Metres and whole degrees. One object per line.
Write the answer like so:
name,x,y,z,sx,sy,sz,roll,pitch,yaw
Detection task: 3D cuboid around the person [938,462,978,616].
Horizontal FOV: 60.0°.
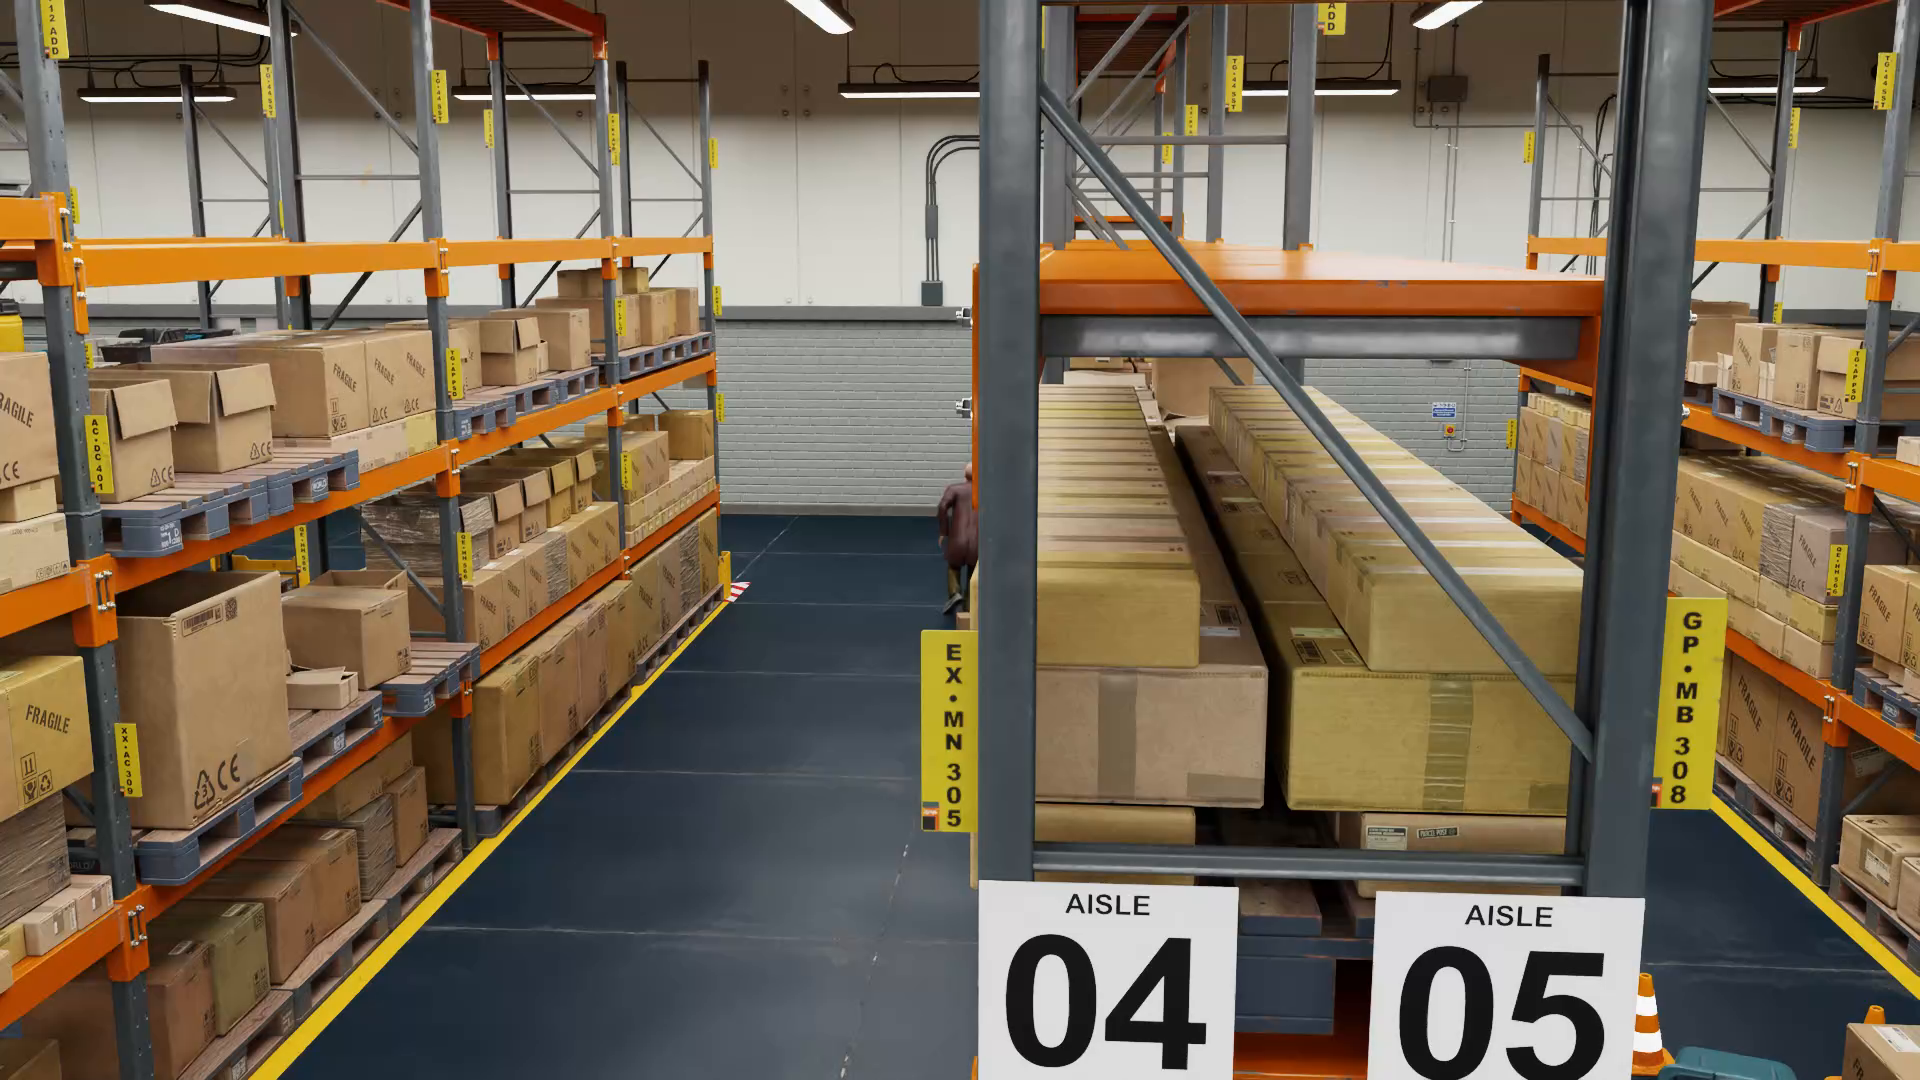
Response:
person,0.096,-0.002,18.202,0.678,1.676,0.792,0,11,0
